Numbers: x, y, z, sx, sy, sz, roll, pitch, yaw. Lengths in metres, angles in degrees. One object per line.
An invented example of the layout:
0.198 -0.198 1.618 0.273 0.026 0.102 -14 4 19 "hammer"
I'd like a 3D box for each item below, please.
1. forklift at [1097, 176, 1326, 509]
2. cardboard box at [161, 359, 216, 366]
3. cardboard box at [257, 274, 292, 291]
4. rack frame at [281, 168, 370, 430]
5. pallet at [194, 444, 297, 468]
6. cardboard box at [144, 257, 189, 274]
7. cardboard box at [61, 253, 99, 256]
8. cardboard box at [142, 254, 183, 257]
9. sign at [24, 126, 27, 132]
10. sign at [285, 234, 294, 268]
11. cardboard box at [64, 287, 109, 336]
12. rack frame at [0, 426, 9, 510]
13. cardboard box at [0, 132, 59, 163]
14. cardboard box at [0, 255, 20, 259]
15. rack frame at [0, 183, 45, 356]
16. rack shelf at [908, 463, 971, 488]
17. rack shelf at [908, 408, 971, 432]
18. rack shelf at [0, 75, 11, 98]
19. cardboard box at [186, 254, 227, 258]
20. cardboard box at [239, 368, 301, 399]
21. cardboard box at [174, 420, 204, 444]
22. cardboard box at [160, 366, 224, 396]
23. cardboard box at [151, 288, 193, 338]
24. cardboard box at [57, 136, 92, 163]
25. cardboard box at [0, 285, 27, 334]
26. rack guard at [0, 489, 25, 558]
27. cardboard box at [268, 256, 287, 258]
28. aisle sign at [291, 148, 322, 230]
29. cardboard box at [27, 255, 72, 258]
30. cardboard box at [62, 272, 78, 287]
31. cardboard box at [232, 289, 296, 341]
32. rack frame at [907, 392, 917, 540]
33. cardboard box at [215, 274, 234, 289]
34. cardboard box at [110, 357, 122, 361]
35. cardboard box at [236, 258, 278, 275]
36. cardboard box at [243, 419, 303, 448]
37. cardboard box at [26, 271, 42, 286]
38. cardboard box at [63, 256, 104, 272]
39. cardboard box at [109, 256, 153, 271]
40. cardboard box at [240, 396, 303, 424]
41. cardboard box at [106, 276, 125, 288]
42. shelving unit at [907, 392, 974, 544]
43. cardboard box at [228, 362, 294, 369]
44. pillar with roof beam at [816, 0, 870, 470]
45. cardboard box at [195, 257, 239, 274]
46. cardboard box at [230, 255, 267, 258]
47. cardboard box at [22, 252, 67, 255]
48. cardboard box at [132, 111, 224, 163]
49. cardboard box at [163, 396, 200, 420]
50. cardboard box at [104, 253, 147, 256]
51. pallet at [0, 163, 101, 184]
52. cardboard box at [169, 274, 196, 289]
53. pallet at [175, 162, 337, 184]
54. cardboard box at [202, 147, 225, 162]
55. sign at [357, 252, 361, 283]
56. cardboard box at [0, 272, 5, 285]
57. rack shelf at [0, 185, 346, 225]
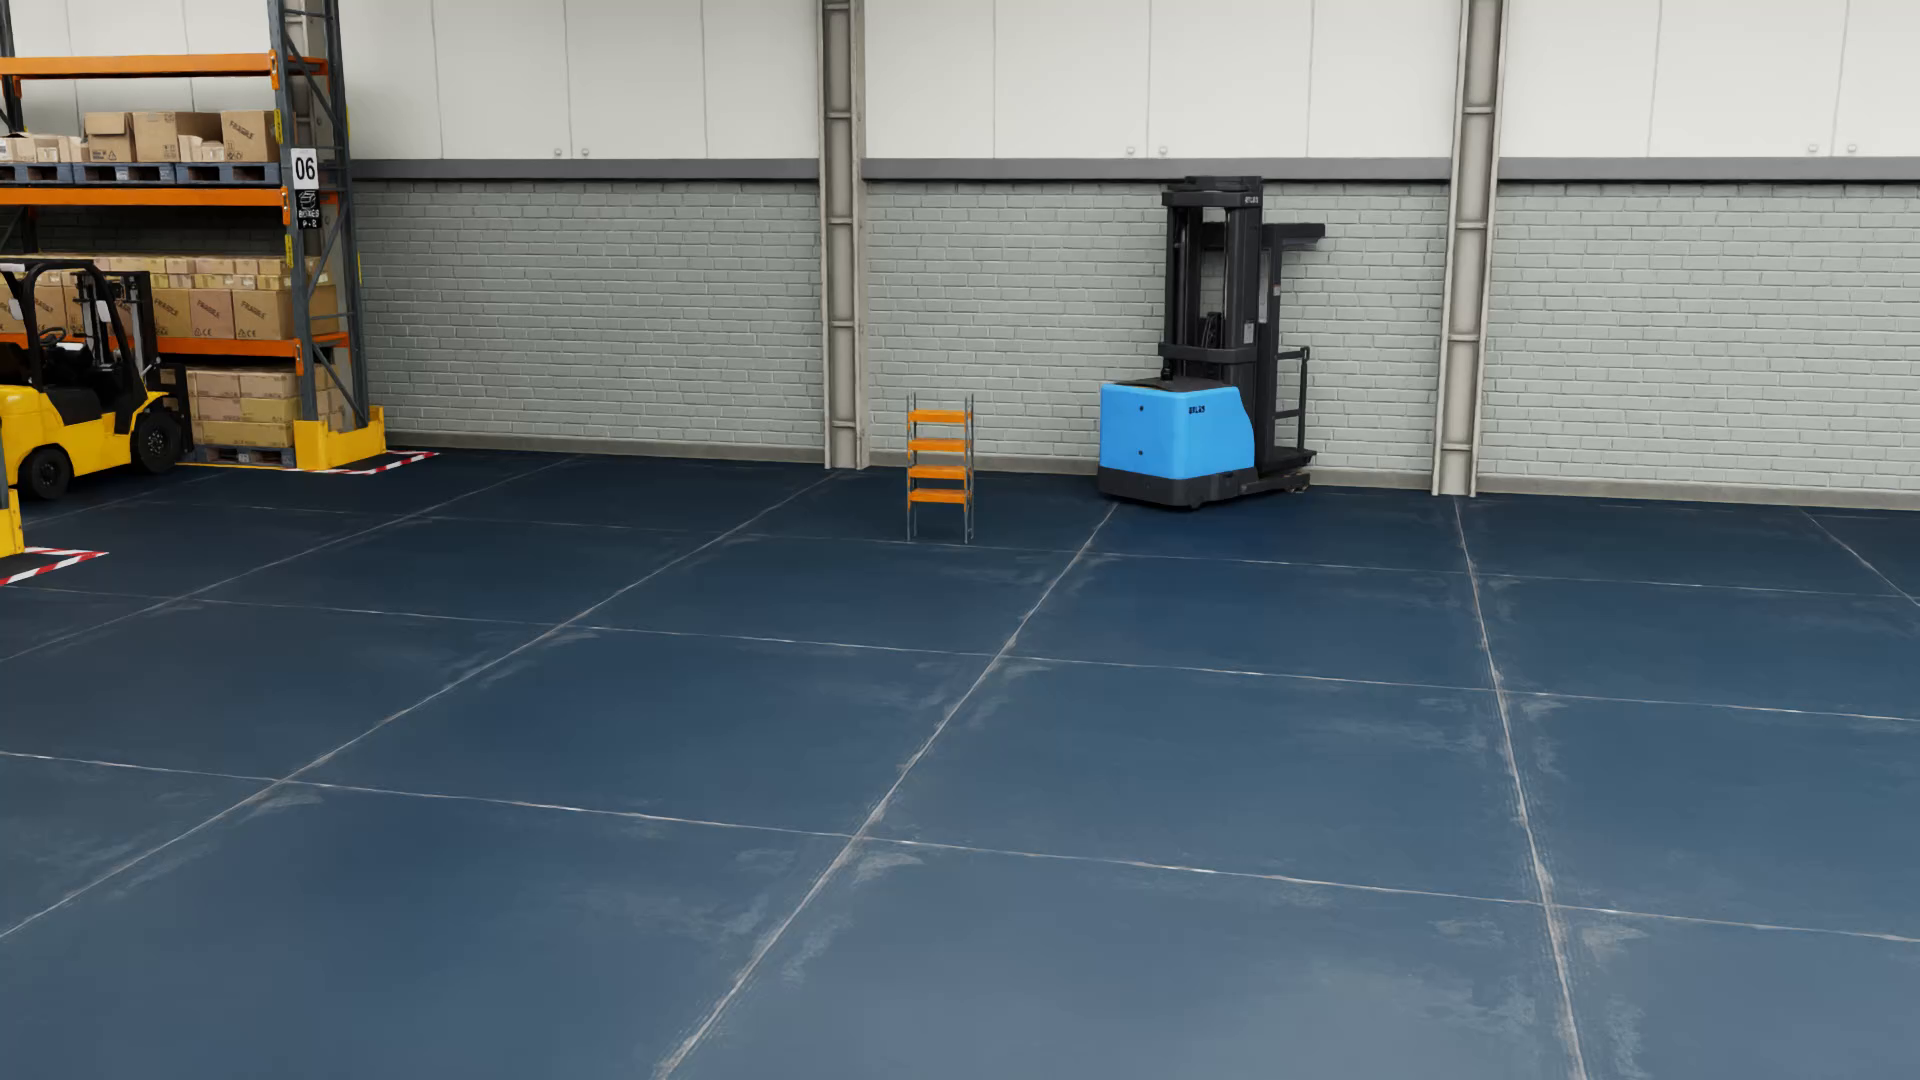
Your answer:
2.713 -1.953 15.771 3.031 2.935 1.130 -11 17 -40 "forklift"
-8.412 -1.803 18.004 0.500 0.250 0.500 3 13 12 "cardboard box"
-6.930 -2.630 16.936 0.250 0.149 0.380 3 13 14 "cardboard box"
-6.526 -2.306 17.201 0.127 3.000 1.000 3 13 14 "rack frame"
-7.279 -0.975 17.642 1.213 0.211 1.003 3 13 14 "pallet"
-8.187 -2.836 17.175 0.250 0.149 0.380 3 13 15 "cardboard box"
-9.533 -3.038 18.088 0.250 0.149 0.380 3 13 13 "cardboard box"
-8.553 -2.978 17.816 0.250 0.149 0.380 3 13 15 "cardboard box"
-10.278 -4.386 18.274 0.005 0.325 0.100 3 13 14 "sign"
-6.670 -2.873 16.539 0.005 0.325 0.100 3 13 14 "sign"
-9.040 -2.435 17.551 0.500 0.500 0.500 3 13 13 "cardboard box"
-7.712 -1.262 12.496 0.127 3.000 1.000 3 13 14 "rack frame"
-9.660 -4.094 17.340 0.500 0.311 0.500 3 13 15 "cardboard box"
-10.171 -2.945 17.668 0.250 0.149 0.380 3 13 15 "cardboard box"
-10.410 -2.513 18.137 0.127 3.000 1.000 3 13 14 "rack frame"
-0.161 -0.529 13.657 0.480 0.148 0.258 3 13 14 "rack shelf"
-0.161 -0.978 13.557 0.480 0.148 0.258 3 13 14 "rack shelf"
-12.351 -4.999 18.076 4.000 0.370 1.077 3 13 14 "rack shelf"
-8.036 -2.969 17.775 0.250 0.149 0.380 3 13 12 "cardboard box"
-7.048 -1.615 17.157 0.500 0.250 0.500 4 13 15 "cardboard box"
-8.022 -1.182 17.515 0.500 0.250 0.500 3 13 14 "cardboard box"
-8.037 -1.664 17.380 0.500 0.250 0.500 3 13 14 "cardboard box"
-8.066 -2.380 17.306 0.500 0.500 0.500 3 13 12 "cardboard box"
-9.041 -4.025 17.135 0.258 0.266 0.396 3 13 12 "cardboard box"
-10.041 -2.484 17.775 0.500 0.500 0.500 3 13 12 "cardboard box"
-7.786 -0.045 12.784 0.348 0.500 1.175 3 13 14 "rack guard"
-7.044 -2.906 17.490 0.250 0.149 0.380 4 13 15 "cardboard box"
-6.533 -3.510 16.626 0.004 0.787 0.394 3 13 14 "aisle sign"
-9.646 -2.939 17.641 0.250 0.149 0.380 3 13 12 "cardboard box"
-9.176 -2.744 17.447 0.250 0.149 0.380 3 13 13 "cardboard box"
-7.067 -2.325 17.057 0.500 0.500 0.500 3 13 12 "cardboard box"
-0.398 -0.607 13.700 0.015 1.200 0.240 3 13 14 "rack frame"
-7.422 -2.664 17.086 0.250 0.149 0.380 3 13 15 "cardboard box"
-9.390 -1.856 18.245 0.500 0.250 0.500 3 13 13 "cardboard box"
-7.171 -2.797 17.000 0.250 0.149 0.380 3 13 14 "cardboard box"
-7.058 -1.126 17.264 0.500 0.250 0.500 3 13 14 "cardboard box"
-9.652 -2.786 17.638 0.250 0.149 0.380 3 13 13 "cardboard box"
-9.162 -2.896 17.448 0.250 0.149 0.380 3 13 13 "cardboard box"
-8.655 -2.886 17.400 0.250 0.149 0.380 3 13 14 "cardboard box"
-7.074 -1.372 17.217 0.500 0.250 0.500 3 13 13 "cardboard box"
-8.667 -2.723 17.351 0.250 0.149 0.380 3 13 12 "cardboard box"
-0.161 -0.594 13.642 0.503 1.200 0.258 3 13 14 "shelving unit"
-7.433 -1.746 17.751 0.500 0.250 0.500 3 13 14 "cardboard box"
-2.192 -4.244 12.085 0.400 9.000 9.100 3 13 14 "pillar with roof beam"
-7.656 -2.833 17.164 0.250 0.149 0.380 3 13 14 "cardboard box"
-7.543 -2.926 17.583 0.250 0.149 0.380 3 13 14 "cardboard box"
-10.027 -3.071 18.235 0.250 0.149 0.380 3 13 14 "cardboard box"
-7.985 -4.119 17.016 0.500 0.500 0.700 3 13 14 "cardboard box"
-8.064 -1.423 17.445 0.500 0.250 0.500 3 13 12 "cardboard box"
-9.028 -3.021 18.009 0.250 0.149 0.380 3 13 13 "cardboard box"
-9.575 -3.896 17.647 1.213 0.211 1.003 3 13 14 "pallet"
-7.931 -2.683 17.172 0.250 0.149 0.380 3 13 12 "cardboard box"
-7.206 -3.769 17.076 1.213 0.211 1.003 3 13 14 "pallet"
-7.403 -3.880 16.753 0.250 0.149 0.380 3 13 12 "cardboard box"
-6.387 -2.883 17.624 0.005 0.325 0.100 3 13 14 "sign"
-10.163 -2.807 17.732 0.250 0.149 0.380 3 13 13 "cardboard box"
-8.468 -3.523 17.422 4.000 0.370 1.077 3 13 14 "rack shelf"
